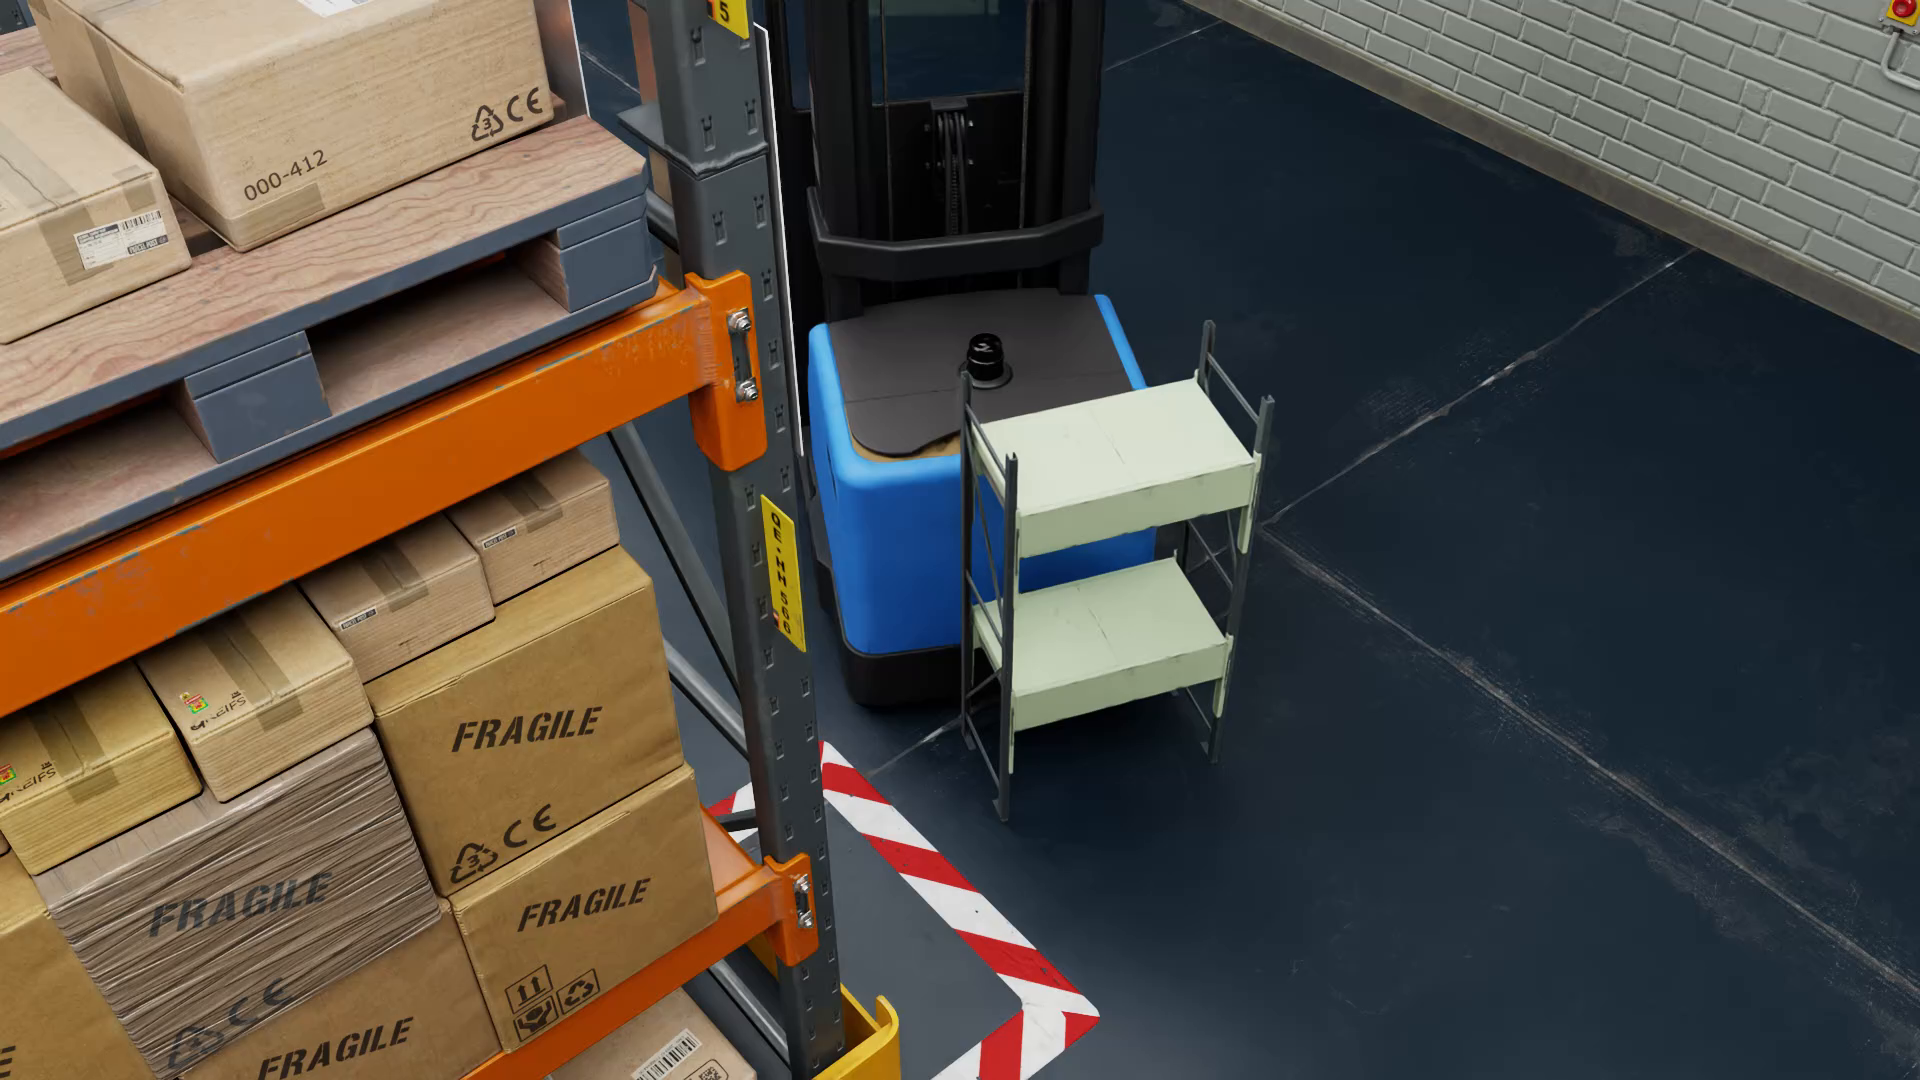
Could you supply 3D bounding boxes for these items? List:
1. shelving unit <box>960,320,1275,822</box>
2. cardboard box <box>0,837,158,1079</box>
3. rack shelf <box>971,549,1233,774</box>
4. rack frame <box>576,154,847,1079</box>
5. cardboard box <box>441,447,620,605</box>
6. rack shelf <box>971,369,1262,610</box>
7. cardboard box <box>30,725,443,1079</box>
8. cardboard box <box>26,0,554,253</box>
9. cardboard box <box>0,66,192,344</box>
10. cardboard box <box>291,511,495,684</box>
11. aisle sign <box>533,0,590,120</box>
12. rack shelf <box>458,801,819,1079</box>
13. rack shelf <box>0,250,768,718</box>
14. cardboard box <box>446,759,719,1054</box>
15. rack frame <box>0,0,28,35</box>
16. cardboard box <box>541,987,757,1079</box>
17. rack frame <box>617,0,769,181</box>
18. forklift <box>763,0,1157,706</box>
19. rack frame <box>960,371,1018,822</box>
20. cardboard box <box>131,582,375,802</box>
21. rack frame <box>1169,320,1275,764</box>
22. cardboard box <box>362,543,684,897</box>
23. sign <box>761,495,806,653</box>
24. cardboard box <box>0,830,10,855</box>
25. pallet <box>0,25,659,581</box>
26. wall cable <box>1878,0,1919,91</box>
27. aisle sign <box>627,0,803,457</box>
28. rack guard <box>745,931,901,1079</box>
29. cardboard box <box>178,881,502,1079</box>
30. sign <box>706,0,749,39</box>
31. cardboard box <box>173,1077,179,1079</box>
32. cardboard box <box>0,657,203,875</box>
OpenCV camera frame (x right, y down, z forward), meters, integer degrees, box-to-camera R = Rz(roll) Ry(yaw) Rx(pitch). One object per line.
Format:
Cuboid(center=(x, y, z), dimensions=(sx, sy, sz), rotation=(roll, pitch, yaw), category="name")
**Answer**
Cuboid(center=(0.424, 0.136, 5.007), dimensions=(0.755, 1.500, 0.431), rotation=(-13, 44, -14), category="shelving unit")
Cuboid(center=(-1.635, 0.677, 2.535), dimensions=(0.500, 0.500, 0.500), rotation=(-30, 51, -28), category="cardboard box")
Cuboid(center=(0.424, 0.375, 5.228), dimensions=(0.720, 0.370, 0.431), rotation=(-13, 44, -14), category="rack shelf")
Cuboid(center=(-0.654, 0.280, 3.760), dimensions=(0.127, 3.000, 1.000), rotation=(-30, 51, -28), category="rack frame")
Cuboid(center=(-0.801, -0.094, 2.882), dimensions=(0.250, 0.149, 0.380), rotation=(-29, 50, -27), category="cardboard box")
Cuboid(center=(0.423, -0.151, 4.742), dimensions=(0.720, 0.370, 0.431), rotation=(-13, 44, -14), category="rack shelf")
Cuboid(center=(-1.253, 0.461, 2.764), dimensions=(0.500, 0.500, 0.500), rotation=(-30, 51, -28), category="cardboard box")
Cuboid(center=(-0.942, -0.703, 2.346), dimensions=(0.500, 0.250, 0.500), rotation=(34, 53, 31), category="cardboard box")
Cuboid(center=(-1.212, -0.440, 2.140), dimensions=(0.250, 0.149, 0.380), rotation=(-34, 53, -31), category="cardboard box")
Cuboid(center=(-0.980, 0.030, 2.750), dimensions=(0.250, 0.149, 0.380), rotation=(-29, 50, -27), category="cardboard box")
Cuboid(center=(-0.785, -0.851, 3.066), dimensions=(0.004, 0.787, 0.394), rotation=(-30, 51, -28), category="aisle sign")
Cuboid(center=(-2.188, 1.421, 3.071), dimensions=(4.000, 0.370, 1.077), rotation=(-30, 51, -28), category="rack shelf")
Cuboid(center=(-2.188, 0.328, 2.044), dimensions=(4.000, 0.370, 1.077), rotation=(-30, 51, -28), category="rack shelf")
Cuboid(center=(-0.854, 0.595, 3.353), dimensions=(0.500, 0.500, 0.500), rotation=(-30, 51, -28), category="cardboard box")
Cuboid(center=(-3.908, -2.275, 6.481), dimensions=(0.127, 3.000, 1.000), rotation=(-30, 51, -28), category="rack frame")
Cuboid(center=(-1.096, 1.404, 4.129), dimensions=(0.875, 0.438, 0.875), rotation=(-32, 52, -29), category="cardboard box")
Cuboid(center=(-0.654, -1.906, 1.707), dimensions=(0.127, 3.000, 1.000), rotation=(-30, 51, -28), category="rack frame")
Cuboid(center=(-0.122, -1.533, 5.741), dimensions=(1.130, 2.935, 3.031), rotation=(-7, 44, -8), category="forklift")
Cuboid(center=(0.077, 0.217, 4.920), dimensions=(0.023, 1.500, 0.400), rotation=(-13, 44, -14), category="rack frame")
Cuboid(center=(-1.124, 0.188, 2.582), dimensions=(0.250, 0.149, 0.380), rotation=(-30, 51, -28), category="cardboard box")
Cuboid(center=(0.770, 0.055, 5.093), dimensions=(0.023, 1.500, 0.400), rotation=(-13, 44, -14), category="rack frame")
Cuboid(center=(-0.871, 0.216, 3.025), dimensions=(0.500, 0.500, 0.500), rotation=(-28, 50, -27), category="cardboard box")
Cuboid(center=(-0.317, 0.063, 2.973), dimensions=(0.005, 0.325, 0.100), rotation=(-30, 51, -28), category="sign")
Cuboid(center=(-1.590, 0.354, 2.405), dimensions=(0.250, 0.149, 0.380), rotation=(-30, 51, -28), category="cardboard box")
Cuboid(center=(-1.216, -0.449, 2.411), dimensions=(1.213, 0.211, 1.003), rotation=(-30, 51, -28), category="pallet")
Cuboid(center=(3.656, -2.590, 6.052), dimensions=(0.123, 1.953, 0.585), rotation=(-30, 51, -28), category="wall cable")
Cuboid(center=(-0.400, -0.536, 2.731), dimensions=(0.004, 0.787, 0.394), rotation=(-30, 51, -28), category="aisle sign")
Cuboid(center=(-0.636, 1.181, 4.627), dimensions=(0.348, 0.500, 1.175), rotation=(-30, 51, -28), category="rack guard")
Cuboid(center=(-1.249, 0.807, 3.126), dimensions=(0.500, 0.500, 0.500), rotation=(-31, 51, -29), category="cardboard box")
Cuboid(center=(-0.317, -0.816, 2.148), dimensions=(0.005, 0.325, 0.100), rotation=(-30, 51, -28), category="sign")
Cuboid(center=(-1.637, 1.038, 2.880), dimensions=(0.500, 0.500, 0.500), rotation=(-28, 50, -27), category="cardboard box")
Cuboid(center=(-1.344, 0.277, 2.487), dimensions=(0.250, 0.149, 0.380), rotation=(-29, 50, -27), category="cardboard box")
